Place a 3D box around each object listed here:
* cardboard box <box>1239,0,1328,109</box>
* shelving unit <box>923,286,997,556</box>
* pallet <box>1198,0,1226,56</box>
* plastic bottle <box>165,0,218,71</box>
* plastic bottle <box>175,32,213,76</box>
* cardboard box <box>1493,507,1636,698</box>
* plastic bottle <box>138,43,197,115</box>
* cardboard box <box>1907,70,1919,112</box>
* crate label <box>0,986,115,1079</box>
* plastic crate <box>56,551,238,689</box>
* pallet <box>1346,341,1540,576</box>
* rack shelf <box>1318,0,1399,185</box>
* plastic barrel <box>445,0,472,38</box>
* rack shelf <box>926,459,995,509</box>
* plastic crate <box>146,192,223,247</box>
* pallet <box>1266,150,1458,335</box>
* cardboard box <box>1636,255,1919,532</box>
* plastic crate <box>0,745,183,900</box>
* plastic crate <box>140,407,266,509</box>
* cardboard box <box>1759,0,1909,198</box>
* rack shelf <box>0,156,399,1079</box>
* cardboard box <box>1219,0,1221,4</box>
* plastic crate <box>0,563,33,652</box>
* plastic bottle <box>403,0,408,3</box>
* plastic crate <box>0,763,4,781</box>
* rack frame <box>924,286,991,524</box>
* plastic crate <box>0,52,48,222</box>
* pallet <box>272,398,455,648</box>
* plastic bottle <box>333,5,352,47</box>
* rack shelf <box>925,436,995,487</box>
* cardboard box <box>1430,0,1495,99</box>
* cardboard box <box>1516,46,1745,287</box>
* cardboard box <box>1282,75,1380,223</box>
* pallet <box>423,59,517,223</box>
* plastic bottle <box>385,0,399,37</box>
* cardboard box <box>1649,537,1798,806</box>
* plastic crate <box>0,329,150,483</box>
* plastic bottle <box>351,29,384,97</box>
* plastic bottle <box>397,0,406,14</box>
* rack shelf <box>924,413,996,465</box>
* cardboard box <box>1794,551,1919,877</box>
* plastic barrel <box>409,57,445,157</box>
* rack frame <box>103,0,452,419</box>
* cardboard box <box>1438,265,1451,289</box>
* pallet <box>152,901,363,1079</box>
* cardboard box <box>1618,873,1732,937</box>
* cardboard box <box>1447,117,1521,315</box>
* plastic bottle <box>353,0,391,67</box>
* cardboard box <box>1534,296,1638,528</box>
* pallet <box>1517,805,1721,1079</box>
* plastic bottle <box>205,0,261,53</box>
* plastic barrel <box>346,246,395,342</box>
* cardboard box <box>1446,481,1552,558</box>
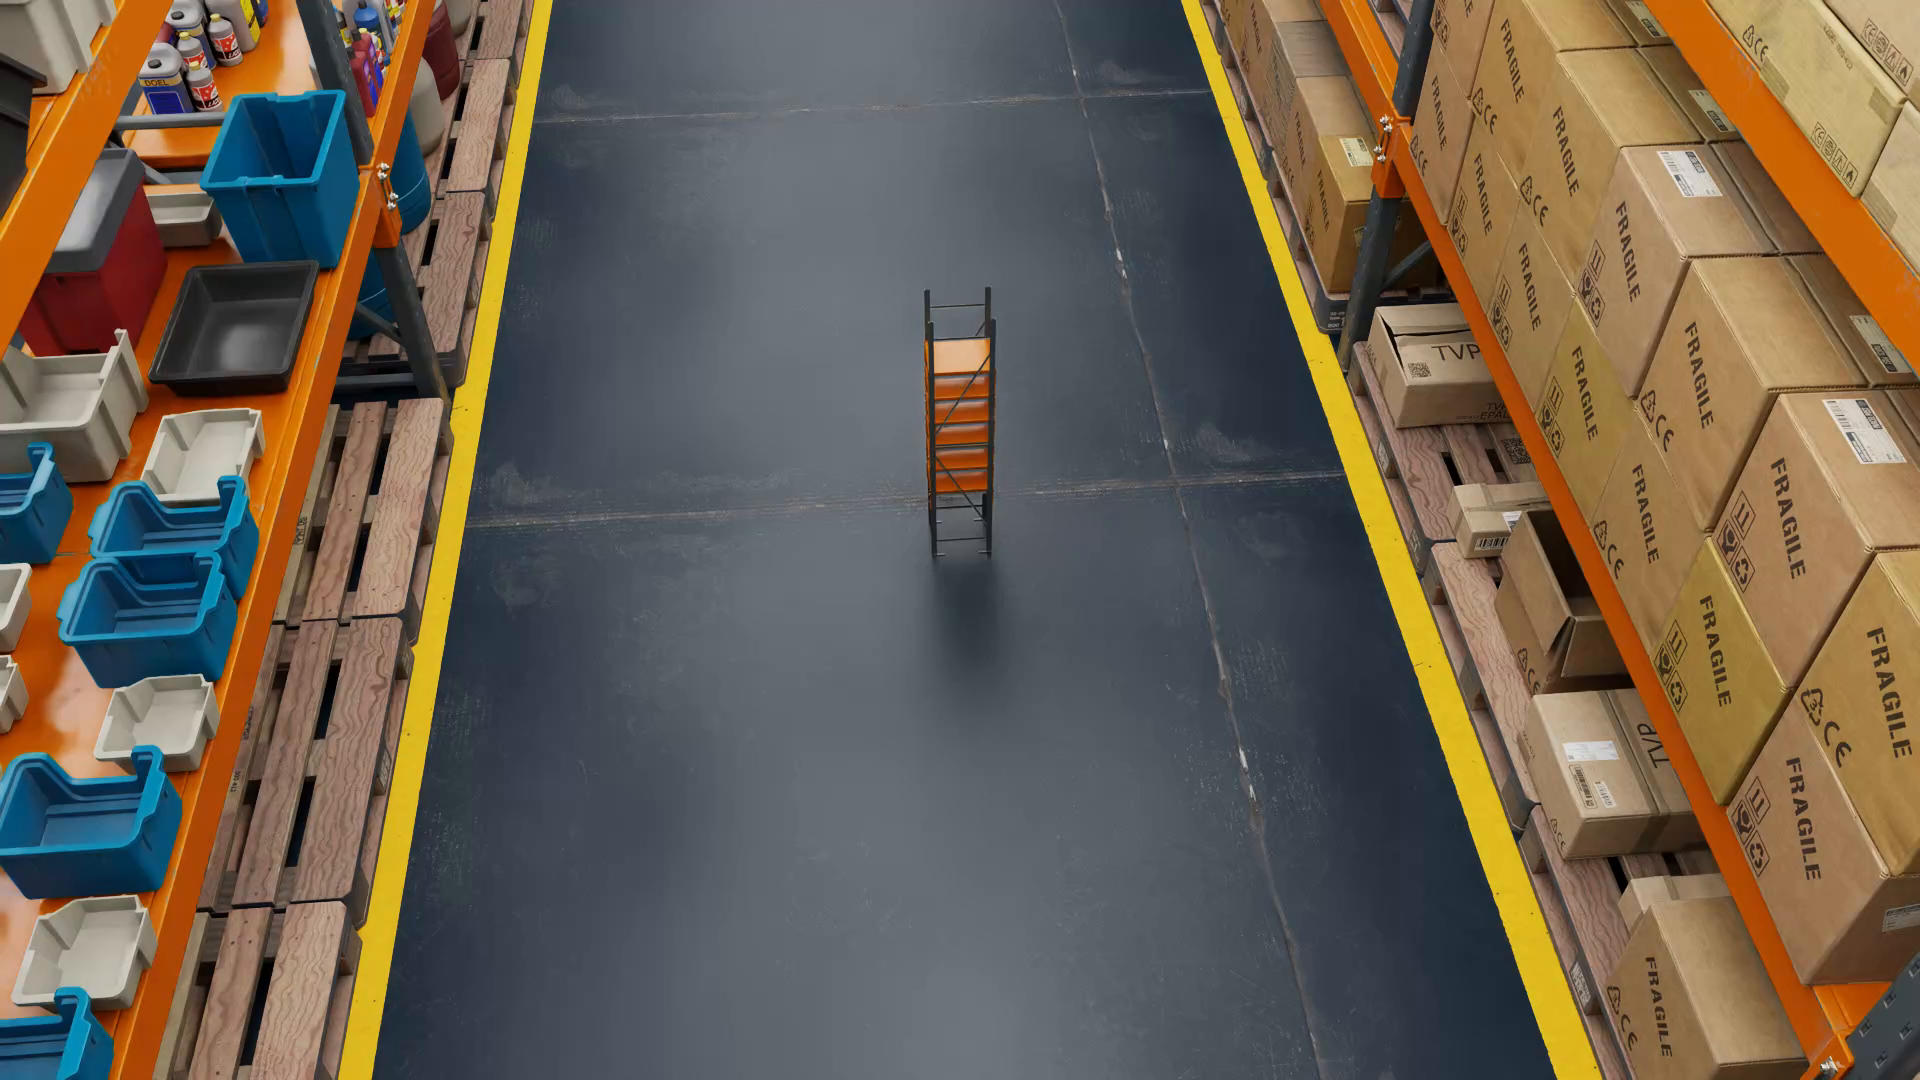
[{"bbox_3d":[1.763,-2.570,8.537,0.500,0.500,0.500,-5,47,-5],"label":"cardboard box"},{"bbox_3d":[-0.001,-0.423,6.324,0.258,1.200,0.189,-3,47,-3],"label":"shelving unit"},{"bbox_3d":[1.899,-3.243,9.676,1.003,0.211,1.213,-3,47,-3],"label":"pallet"},{"bbox_3d":[-3.113,-2.039,6.701,0.152,0.276,0.135,-3,47,-3],"label":"plastic bottle"},{"bbox_3d":[-3.070,-1.931,6.650,0.097,0.201,0.097,0,47,0],"label":"plastic bottle"},{"bbox_3d":[2.371,0.216,5.896,0.797,0.503,0.637,-3,47,-3],"label":"cardboard box"},{"bbox_3d":[-3.083,-1.775,6.450,0.152,0.276,0.135,-3,47,-3],"label":"plastic bottle"},{"bbox_3d":[2.204,-0.826,3.159,0.500,0.250,0.500,-3,47,-3],"label":"cardboard box"},{"bbox_3d":[-2.085,1.181,3.640,0.416,0.233,0.303,-3,47,-3],"label":"crate label"},{"bbox_3d":[-2.195,0.228,4.542,0.416,0.233,0.300,-3,47,-3],"label":"plastic crate"},{"bbox_3d":[2.265,-0.394,6.978,1.003,0.211,1.213,-3,47,-3],"label":"pallet"},{"bbox_3d":[2.041,-3.050,8.068,1.077,0.370,4.000,-3,47,-3],"label":"rack shelf"},{"bbox_3d":[-2.868,-2.979,8.929,0.421,0.512,0.421,0,47,0],"label":"plastic barrel"},{"bbox_3d":[-0.001,-0.227,6.531,0.258,0.103,0.180,-3,47,-3],"label":"rack shelf"},{"bbox_3d":[-2.831,-1.136,5.901,0.396,0.136,0.243,-3,47,-3],"label":"plastic crate"},{"bbox_3d":[2.103,-1.477,8.004,1.003,0.211,1.213,-3,47,-3],"label":"pallet"},{"bbox_3d":[2.141,-0.380,4.286,0.500,0.500,0.500,-2,47,-2],"label":"cardboard box"},{"bbox_3d":[-2.140,0.704,4.091,0.416,0.233,0.300,-3,47,-3],"label":"plastic crate"},{"bbox_3d":[-2.282,-0.240,5.052,0.293,0.136,0.466,-3,47,-3],"label":"plastic crate"},{"bbox_3d":[2.152,-1.015,3.683,0.500,0.250,0.500,-3,47,-3],"label":"cardboard box"},{"bbox_3d":[-2.560,0.143,5.044,1.077,0.370,4.000,-3,47,-3],"label":"rack shelf"},{"bbox_3d":[1.677,-3.311,9.238,0.500,0.500,0.500,-5,47,-5],"label":"cardboard box"},{"bbox_3d":[-2.742,0.210,4.626,0.298,0.136,0.250,-3,47,-3],"label":"plastic crate"},{"bbox_3d":[-2.407,-2.445,7.080,0.061,0.283,0.133,-3,47,-3],"label":"plastic bottle"},{"bbox_3d":[-2.651,0.623,4.235,0.396,0.136,0.243,-3,47,-3],"label":"plastic crate"},{"bbox_3d":[-0.009,-0.489,6.387,0.240,1.200,0.006,-3,47,-3],"label":"rack frame"},{"bbox_3d":[-2.247,-0.790,3.409,0.504,0.338,0.767,-3,47,-3],"label":"plastic crate"},{"bbox_3d":[-2.627,-0.063,6.665,1.003,0.211,1.213,-3,47,-3],"label":"pallet"},{"bbox_3d":[-2.540,-2.085,6.796,0.097,0.201,0.097,0,47,0],"label":"plastic bottle"},{"bbox_3d":[-0.001,-0.310,6.444,0.258,0.103,0.180,-3,47,-3],"label":"rack shelf"},{"bbox_3d":[1.968,-1.870,5.698,0.500,0.500,0.500,-2,47,-2],"label":"cardboard box"},{"bbox_3d":[2.054,-1.125,4.992,0.500,0.500,0.500,-5,47,-4],"label":"cardboard box"},{"bbox_3d":[1.849,-1.840,7.845,0.500,0.500,0.500,-3,47,-3],"label":"cardboard box"},{"bbox_3d":[-2.856,-2.038,8.535,1.003,0.211,1.213,-3,47,-3],"label":"pallet"},{"bbox_3d":[-2.400,-2.216,6.871,0.097,0.271,0.097,0,47,0],"label":"plastic bottle"},{"bbox_3d":[2.188,0.327,4.306,0.500,0.500,0.500,-3,47,-3],"label":"cardboard box"},{"bbox_3d":[-2.783,-0.416,5.118,0.437,0.282,0.530,-3,47,-3],"label":"plastic crate"},{"bbox_3d":[-2.344,-1.899,6.563,0.061,0.283,0.133,-3,47,-3],"label":"plastic bottle"},{"bbox_3d":[-2.416,-2.333,7.030,0.097,0.201,0.097,0,47,0],"label":"plastic bottle"},{"bbox_3d":[-0.001,-0.393,6.357,0.258,0.103,0.180,-3,47,-3],"label":"rack shelf"},{"bbox_3d":[2.232,0.360,3.585,0.500,0.500,0.500,-4,47,-4],"label":"cardboard box"},{"bbox_3d":[-2.774,-2.162,8.156,0.421,0.512,0.421,0,47,0],"label":"plastic barrel"},{"bbox_3d":[-2.727,-1.552,6.154,1.000,3.000,0.127,-3,47,-3],"label":"rack frame"},{"bbox_3d":[2.411,-1.507,7.530,0.500,0.500,0.500,-5,47,-5],"label":"cardboard box"},{"bbox_3d":[-2.423,1.702,4.993,1.003,0.211,1.213,-3,47,-3],"label":"pallet"},{"bbox_3d":[2.308,1.190,5.205,0.380,0.166,0.250,-3,47,-3],"label":"cardboard box"},{"bbox_3d":[2.026,-1.129,5.684,0.500,0.500,0.500,-3,47,-3],"label":"cardboard box"},{"bbox_3d":[-2.380,-2.048,6.712,0.097,0.271,0.097,0,47,0],"label":"plastic bottle"},{"bbox_3d":[2.110,-0.399,4.993,0.500,0.500,0.500,-4,47,-4],"label":"cardboard box"},{"bbox_3d":[2.470,1.371,5.306,1.003,0.211,1.213,-3,47,-3],"label":"pallet"},{"bbox_3d":[-2.987,-2.189,6.791,0.144,0.351,0.185,-3,47,-3],"label":"plastic bottle"},{"bbox_3d":[-2.756,-1.369,7.137,0.600,0.901,0.708,-3,47,-3],"label":"plastic barrel"},{"bbox_3d":[2.111,-0.085,6.413,0.380,0.166,0.250,-3,47,-3],"label":"cardboard box"}]
